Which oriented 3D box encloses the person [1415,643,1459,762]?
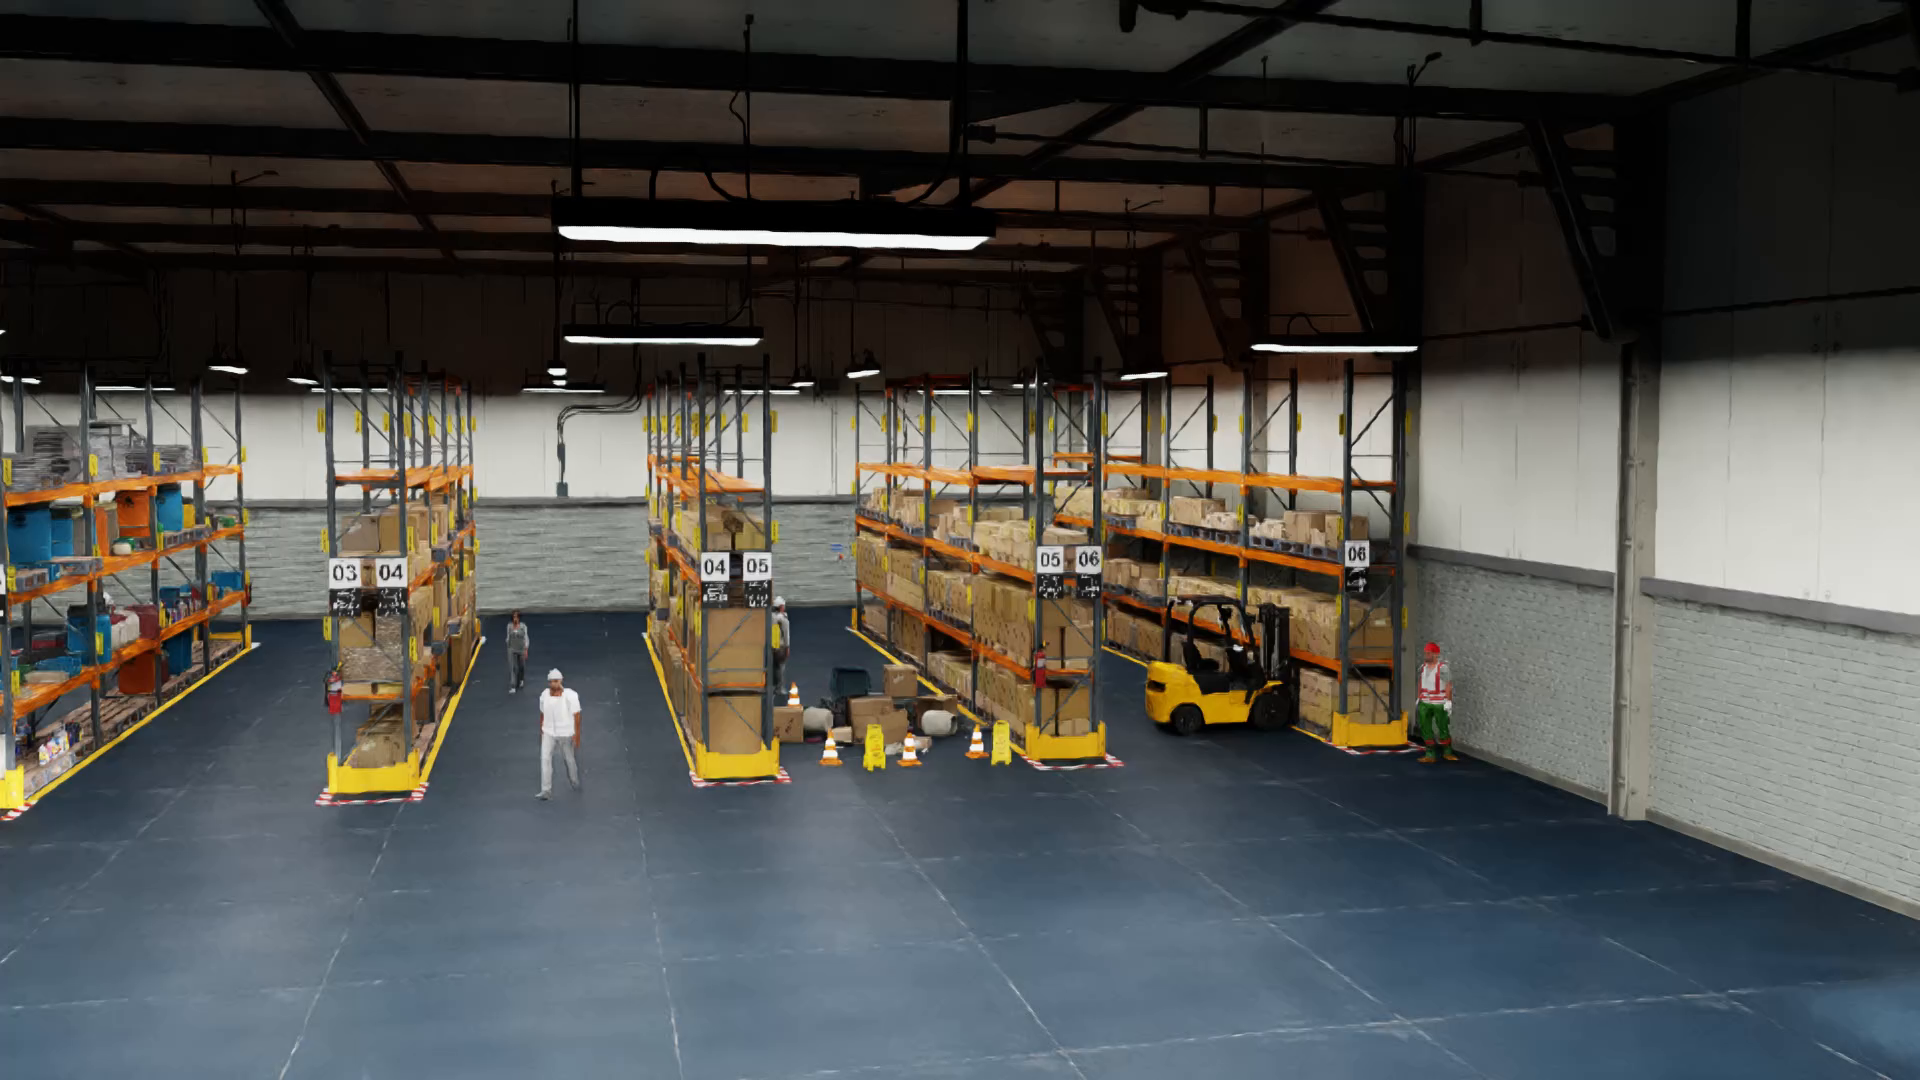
[{"bbox_3d":[7.059,2.407,24.671,0.542,1.780,0.642,-4,5,-42],"label":"person"}]

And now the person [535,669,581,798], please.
[{"bbox_3d":[-5.398,2.583,22.428,0.603,1.728,0.939,0,4,3],"label":"person"}]

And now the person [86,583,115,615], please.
[{"bbox_3d":[-18.577,1.698,35.920,0.592,1.629,0.532,-1,4,-15],"label":"person"}]

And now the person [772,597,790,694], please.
[{"bbox_3d":[-3.348,1.945,30.924,0.405,1.779,0.615,-3,5,-36],"label":"person"}]

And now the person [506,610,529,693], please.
[{"bbox_3d":[-8.292,2.064,31.185,0.416,1.525,1.034,-1,4,-14],"label":"person"}]
